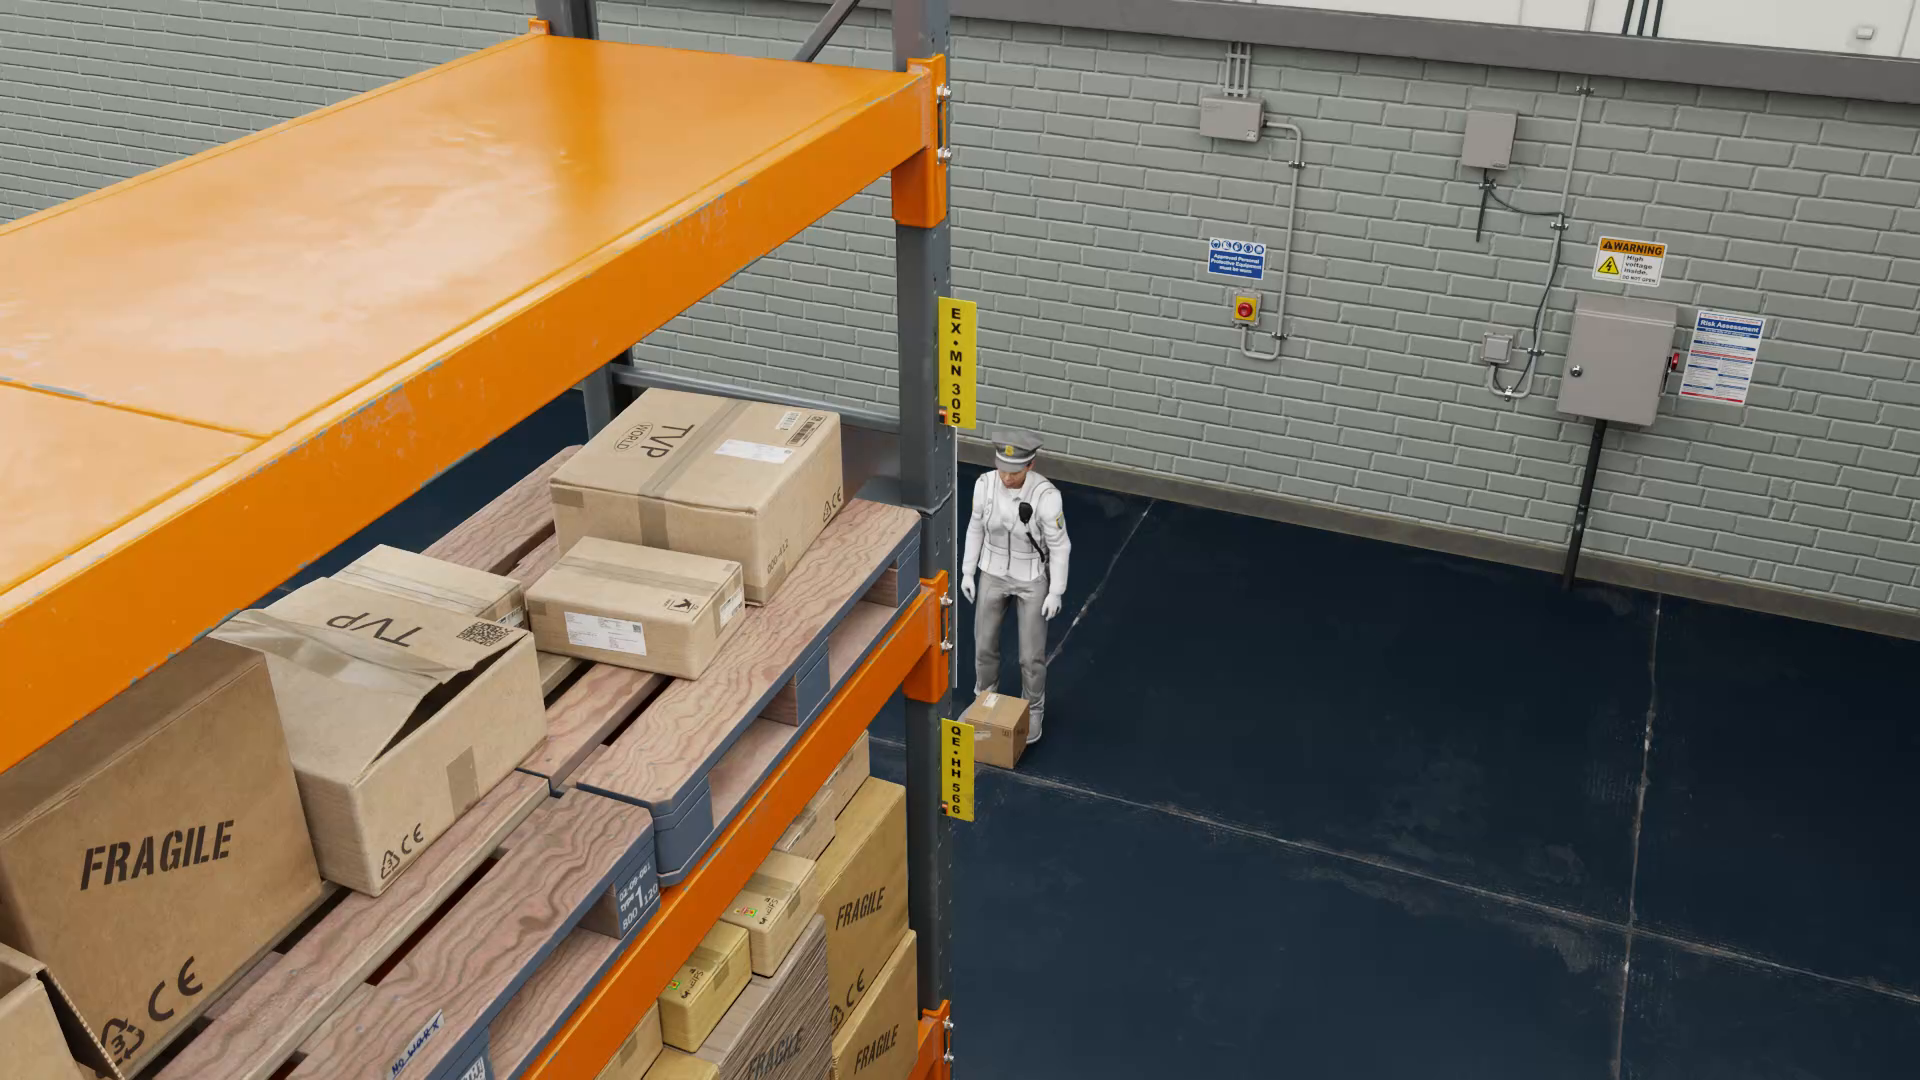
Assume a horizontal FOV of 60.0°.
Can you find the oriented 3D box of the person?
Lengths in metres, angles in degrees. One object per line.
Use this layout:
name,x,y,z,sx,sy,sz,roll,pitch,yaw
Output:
person,0.262,0.207,8.025,0.530,1.663,0.372,12,32,19
